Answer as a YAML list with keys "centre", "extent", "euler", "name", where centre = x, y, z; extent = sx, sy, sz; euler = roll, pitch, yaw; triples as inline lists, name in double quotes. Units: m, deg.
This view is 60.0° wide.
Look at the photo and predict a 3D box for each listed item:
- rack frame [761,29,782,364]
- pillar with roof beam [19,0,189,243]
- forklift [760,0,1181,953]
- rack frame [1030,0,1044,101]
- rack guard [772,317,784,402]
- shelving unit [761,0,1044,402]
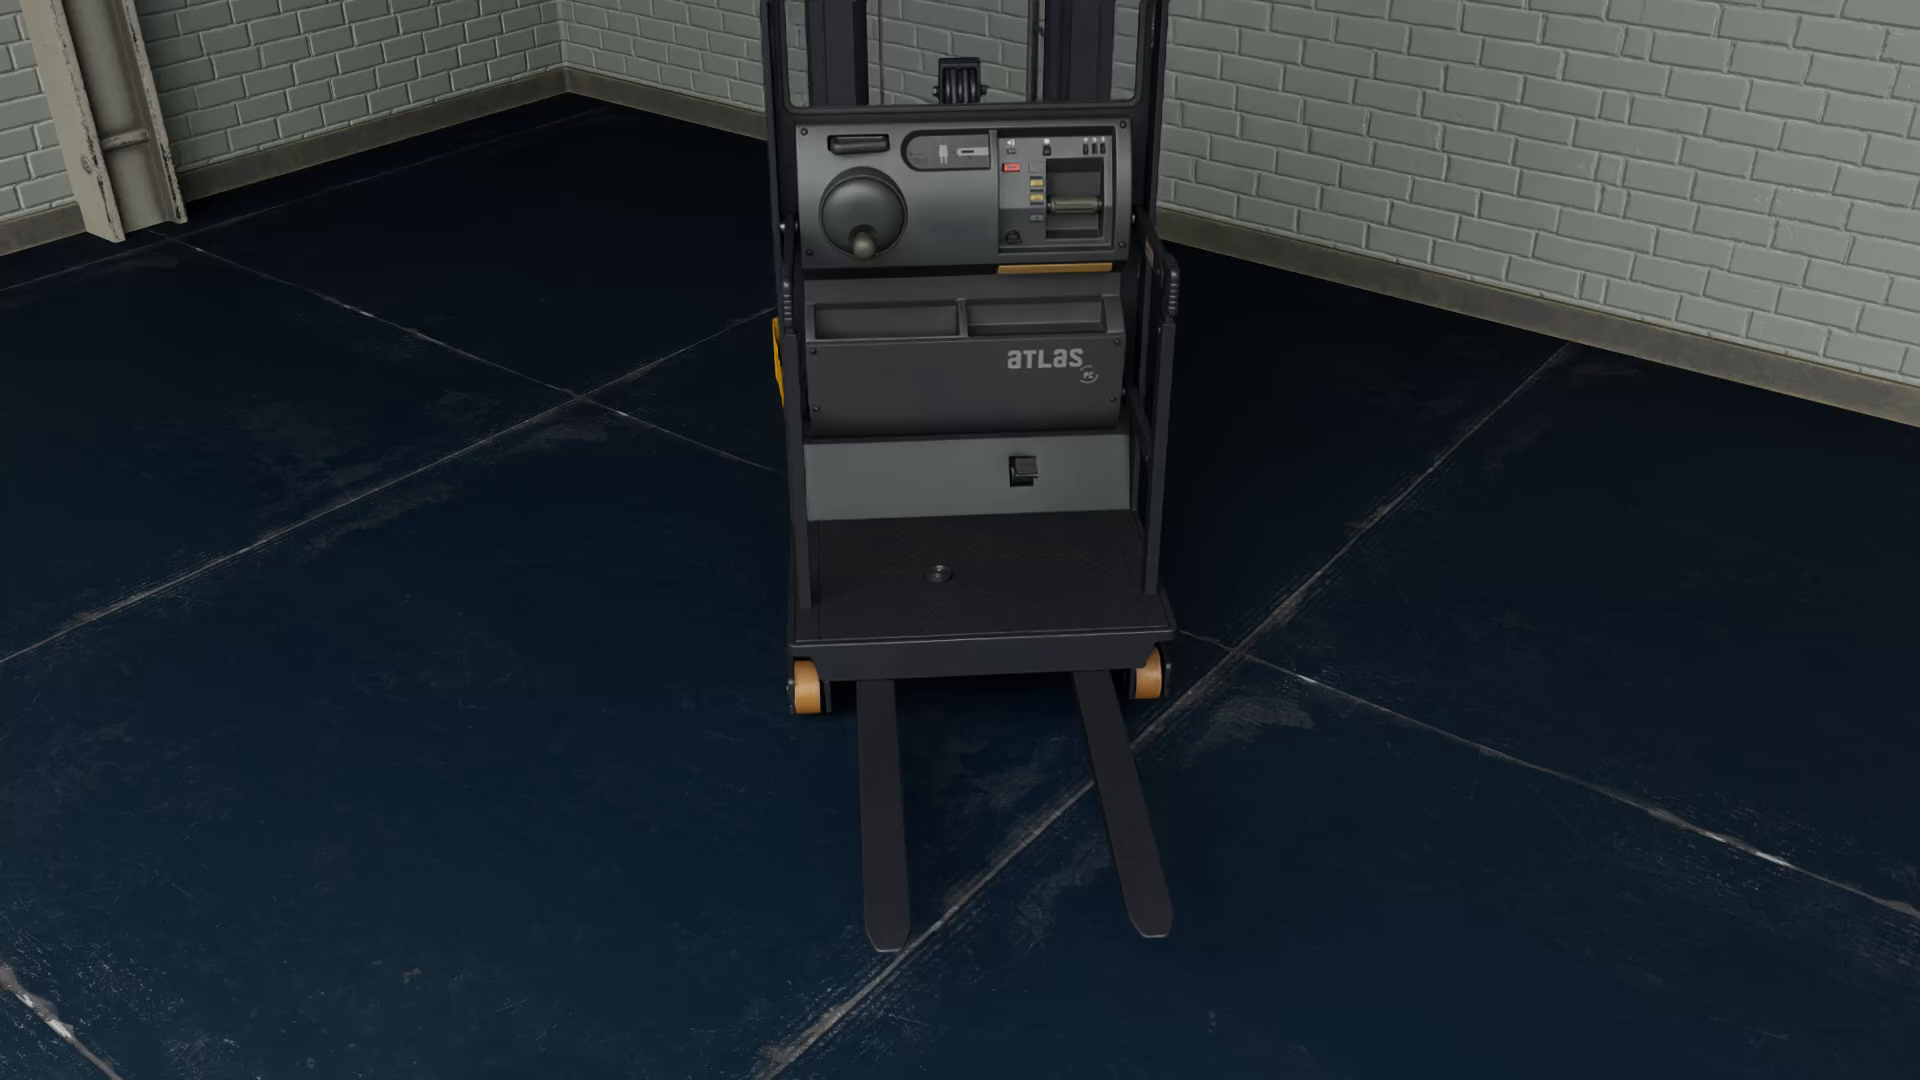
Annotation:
- centre: [-0.673, -1.194, 6.294]
  extent: [0.032, 1.500, 0.500]
  euler: [-6, 31, -10]
  name: "rack frame"
- centre: [-0.750, -4.145, 3.917]
  extent: [9.100, 9.000, 0.400]
  euler: [21, 37, 31]
  name: "pillar with roof beam"
- centre: [0.032, -0.924, 4.434]
  extent: [1.130, 2.935, 3.031]
  euler: [-2, 31, -4]
  name: "forklift"
- centre: [0.325, -1.294, 6.462]
  extent: [0.032, 1.500, 0.500]
  euler: [-6, 31, -10]
  name: "rack frame"
- centre: [-0.672, -0.657, 6.613]
  extent: [0.087, 0.250, 0.587]
  euler: [-6, 31, -10]
  name: "rack guard"
- centre: [-0.183, -1.243, 6.377]
  extent: [1.083, 1.500, 0.587]
  euler: [-6, 31, -10]
  name: "shelving unit"
